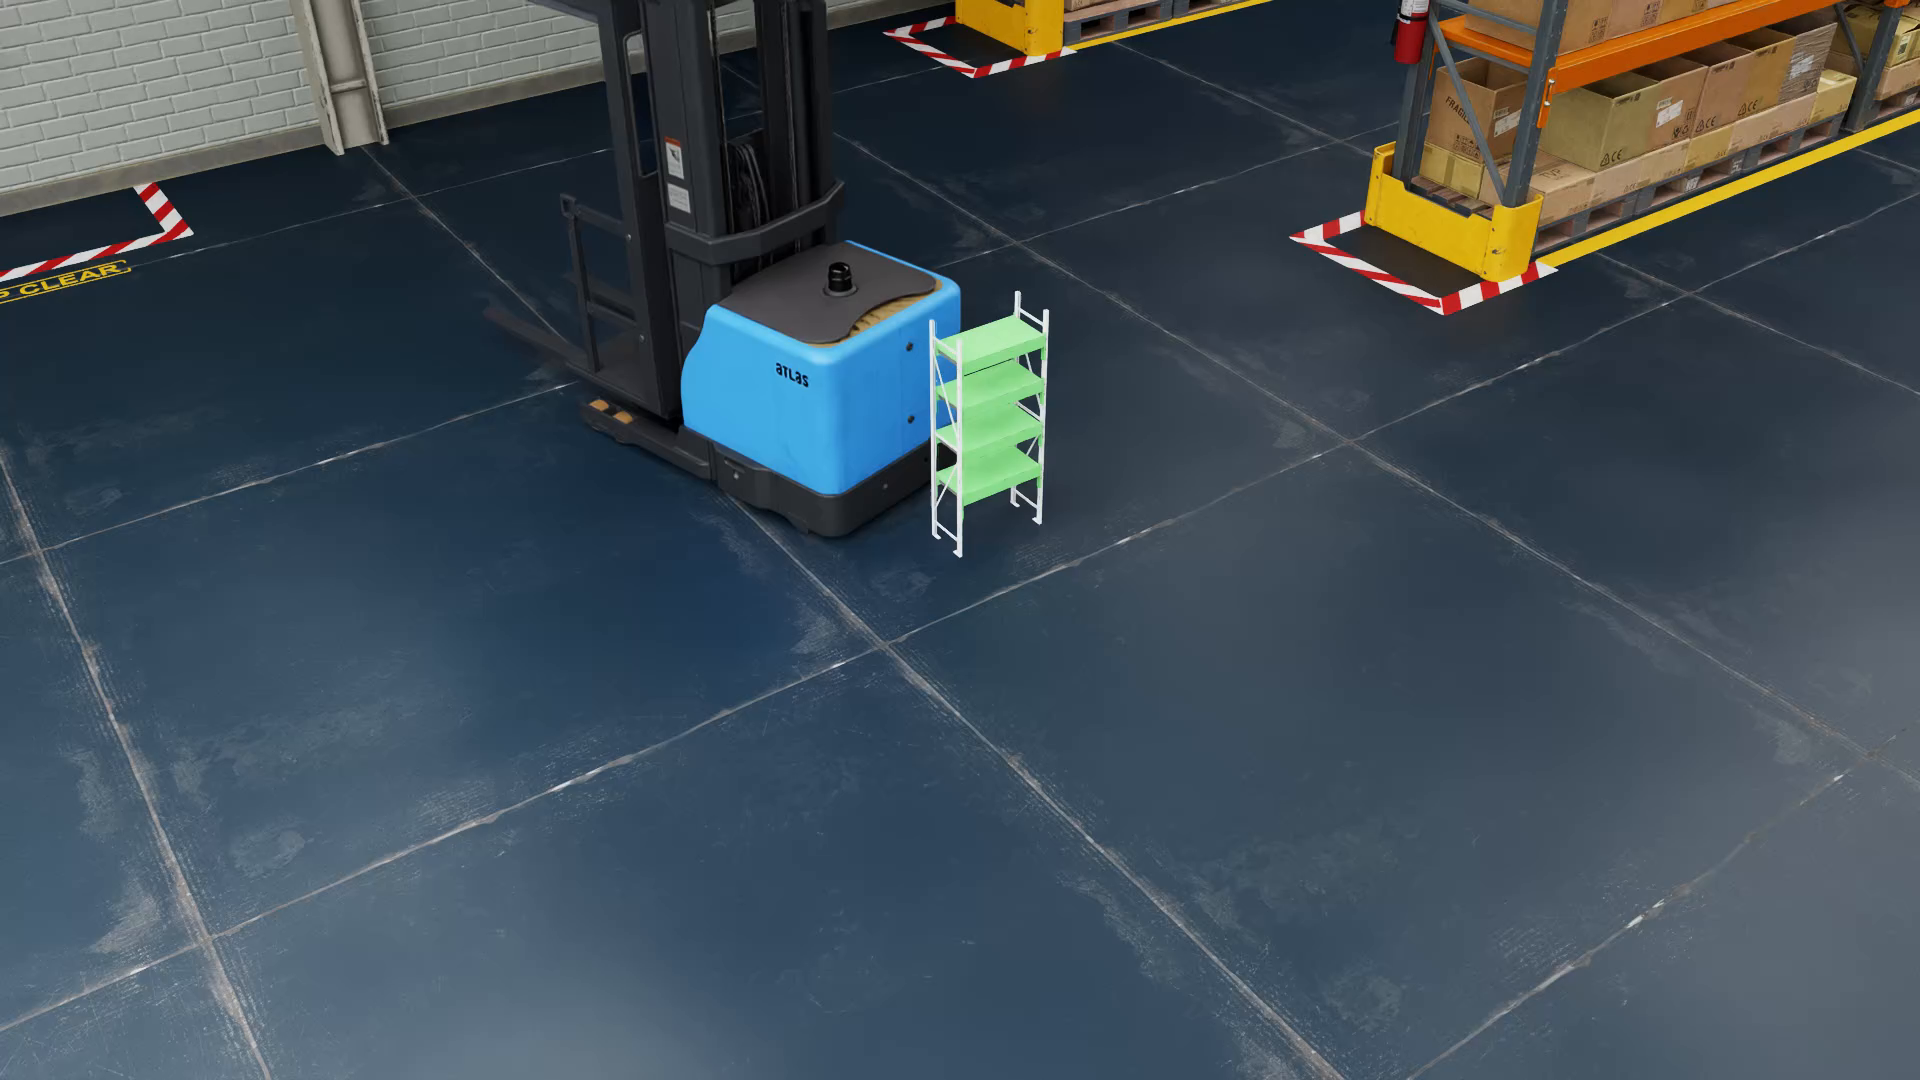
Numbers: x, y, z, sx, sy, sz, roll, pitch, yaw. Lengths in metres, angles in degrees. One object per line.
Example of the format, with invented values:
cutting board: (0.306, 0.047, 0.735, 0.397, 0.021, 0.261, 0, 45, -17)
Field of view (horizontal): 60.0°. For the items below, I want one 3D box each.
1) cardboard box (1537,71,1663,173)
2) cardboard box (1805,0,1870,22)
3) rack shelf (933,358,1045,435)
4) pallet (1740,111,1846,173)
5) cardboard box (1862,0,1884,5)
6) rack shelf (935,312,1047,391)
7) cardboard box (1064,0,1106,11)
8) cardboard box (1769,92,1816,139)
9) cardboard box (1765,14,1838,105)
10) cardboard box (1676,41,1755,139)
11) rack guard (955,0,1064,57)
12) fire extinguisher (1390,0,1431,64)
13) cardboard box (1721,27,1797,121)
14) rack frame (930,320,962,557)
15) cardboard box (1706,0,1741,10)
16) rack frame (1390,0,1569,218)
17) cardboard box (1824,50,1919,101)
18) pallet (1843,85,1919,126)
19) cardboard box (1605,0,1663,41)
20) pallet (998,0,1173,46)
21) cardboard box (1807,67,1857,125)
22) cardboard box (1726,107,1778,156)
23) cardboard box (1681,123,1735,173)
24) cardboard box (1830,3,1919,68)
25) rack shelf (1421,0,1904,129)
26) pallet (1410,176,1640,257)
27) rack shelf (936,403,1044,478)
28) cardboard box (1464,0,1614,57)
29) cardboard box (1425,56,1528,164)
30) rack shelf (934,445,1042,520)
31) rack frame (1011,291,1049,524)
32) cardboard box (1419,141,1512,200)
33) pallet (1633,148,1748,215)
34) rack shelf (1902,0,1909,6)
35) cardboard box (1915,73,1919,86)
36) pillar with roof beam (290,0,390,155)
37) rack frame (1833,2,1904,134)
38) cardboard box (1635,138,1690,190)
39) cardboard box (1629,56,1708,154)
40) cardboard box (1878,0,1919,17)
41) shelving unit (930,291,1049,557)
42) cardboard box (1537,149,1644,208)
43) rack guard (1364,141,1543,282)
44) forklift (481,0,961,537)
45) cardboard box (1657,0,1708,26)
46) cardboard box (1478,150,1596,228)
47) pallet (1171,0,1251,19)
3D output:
cardboard box: (4.180, -2.779, 10.897, 0.500, 0.500, 0.500, -22, 41, -28)
cardboard box: (6.641, -4.077, 12.865, 0.500, 0.311, 0.500, -22, 41, -28)
rack shelf: (0.135, -0.686, 7.874, 0.480, 0.148, 0.258, -22, 41, -28)
pallet: (5.801, -3.143, 12.439, 1.213, 0.211, 1.003, -22, 41, -28)
cardboard box: (7.063, -4.255, 13.112, 0.500, 0.311, 0.500, -21, 41, -27)
rack shelf: (0.135, -0.881, 7.734, 0.480, 0.148, 0.258, -22, 41, -28)
cardboard box: (0.966, -4.816, 14.304, 0.500, 0.311, 0.500, -28, 44, -33)
cardboard box: (5.808, -3.153, 12.060, 0.500, 0.250, 0.500, -22, 41, -28)
cardboard box: (5.807, -3.458, 11.842, 0.500, 0.500, 0.500, -22, 41, -28)
cardboard box: (5.000, -3.113, 11.362, 0.500, 0.500, 0.500, -22, 41, -28)
rack guard: (0.411, -4.550, 14.149, 0.348, 0.500, 1.175, -22, 41, -28)
fire extinguisher: (2.841, -3.327, 10.373, 0.183, 0.674, 0.296, -22, 41, -28)
cardboard box: (5.400, -3.288, 11.605, 0.500, 0.500, 0.500, -22, 41, -28)
rack frame: (-0.064, -0.461, 7.863, 0.015, 1.200, 0.240, -22, 41, -28)
cardboard box: (4.858, -3.890, 11.004, 0.500, 0.500, 0.700, -21, 41, -27)
rack frame: (3.206, -3.177, 10.098, 0.127, 3.000, 1.000, -22, 41, -28)
cardboard box: (6.948, -3.594, 12.673, 0.500, 0.250, 0.500, -23, 42, -29)
pallet: (7.055, -3.657, 13.153, 1.213, 0.211, 1.003, -22, 41, -28)
cardboard box: (4.021, -3.547, 10.527, 0.500, 0.500, 0.700, -21, 41, -27)
pallet: (1.095, -4.690, 14.590, 1.213, 0.211, 1.003, -22, 41, -28)
cardboard box: (6.222, -3.316, 12.287, 0.500, 0.250, 0.500, -22, 41, -28)
cardboard box: (5.407, -2.977, 11.816, 0.500, 0.250, 0.500, -22, 41, -28)
cardboard box: (4.999, -2.809, 11.582, 0.500, 0.250, 0.500, -22, 41, -28)
cardboard box: (6.956, -3.824, 12.513, 0.500, 0.311, 0.500, -22, 41, -28)
rack shelf: (4.840, -3.557, 11.243, 4.000, 0.370, 1.077, -22, 41, -28)
pallet: (3.806, -2.322, 11.297, 1.213, 0.211, 1.003, -22, 41, -28)
rack shelf: (0.135, -0.491, 8.014, 0.480, 0.148, 0.258, -22, 41, -28)
cardboard box: (3.594, -3.368, 10.279, 0.500, 0.500, 0.700, -22, 41, -28)
cardboard box: (3.472, -2.858, 11.007, 0.500, 0.500, 0.500, -22, 41, -28)
rack shelf: (0.135, -0.296, 8.155, 0.480, 0.148, 0.258, -22, 41, -28)
rack frame: (0.335, -0.625, 8.091, 0.015, 1.200, 0.240, -22, 41, -28)
cardboard box: (3.474, -2.552, 11.225, 0.500, 0.250, 0.500, -22, 41, -28)
pallet: (4.803, -2.730, 11.865, 1.213, 0.211, 1.003, -22, 41, -28)
rack shelf: (8.110, -4.903, 13.114, 4.000, 0.370, 1.077, -22, 41, -28)
cardboard box: (7.366, -3.765, 12.911, 0.500, 0.250, 0.500, -21, 41, -27)
pillar with roof beam: (-2.002, -4.551, 6.870, 0.400, 9.000, 9.100, -22, 41, -28)
rack frame: (6.475, -4.522, 11.969, 0.127, 3.000, 1.000, -22, 41, -28)
cardboard box: (4.588, -2.643, 11.351, 0.500, 0.250, 0.500, -22, 41, -28)
cardboard box: (4.581, -2.953, 11.140, 0.500, 0.500, 0.500, -22, 41, -28)
cardboard box: (7.369, -3.990, 12.744, 0.500, 0.311, 0.500, -23, 42, -28)
shelving unit: (0.135, -0.543, 7.977, 0.503, 1.200, 0.258, -22, 41, -28)
cardboard box: (4.179, -2.475, 11.118, 0.500, 0.250, 0.500, -22, 41, -28)
rack guard: (3.186, -2.154, 10.816, 0.348, 0.500, 1.175, -22, 41, -28)
forklift: (-1.432, -1.924, 8.415, 3.031, 2.935, 1.130, 26, 43, 32)
cardboard box: (4.430, -3.711, 10.756, 0.500, 0.500, 0.700, -22, 41, -28)
cardboard box: (3.772, -2.305, 10.881, 0.500, 0.250, 0.500, -22, 41, -28)
pallet: (2.092, -5.097, 15.157, 1.213, 0.211, 1.003, -22, 41, -28)
